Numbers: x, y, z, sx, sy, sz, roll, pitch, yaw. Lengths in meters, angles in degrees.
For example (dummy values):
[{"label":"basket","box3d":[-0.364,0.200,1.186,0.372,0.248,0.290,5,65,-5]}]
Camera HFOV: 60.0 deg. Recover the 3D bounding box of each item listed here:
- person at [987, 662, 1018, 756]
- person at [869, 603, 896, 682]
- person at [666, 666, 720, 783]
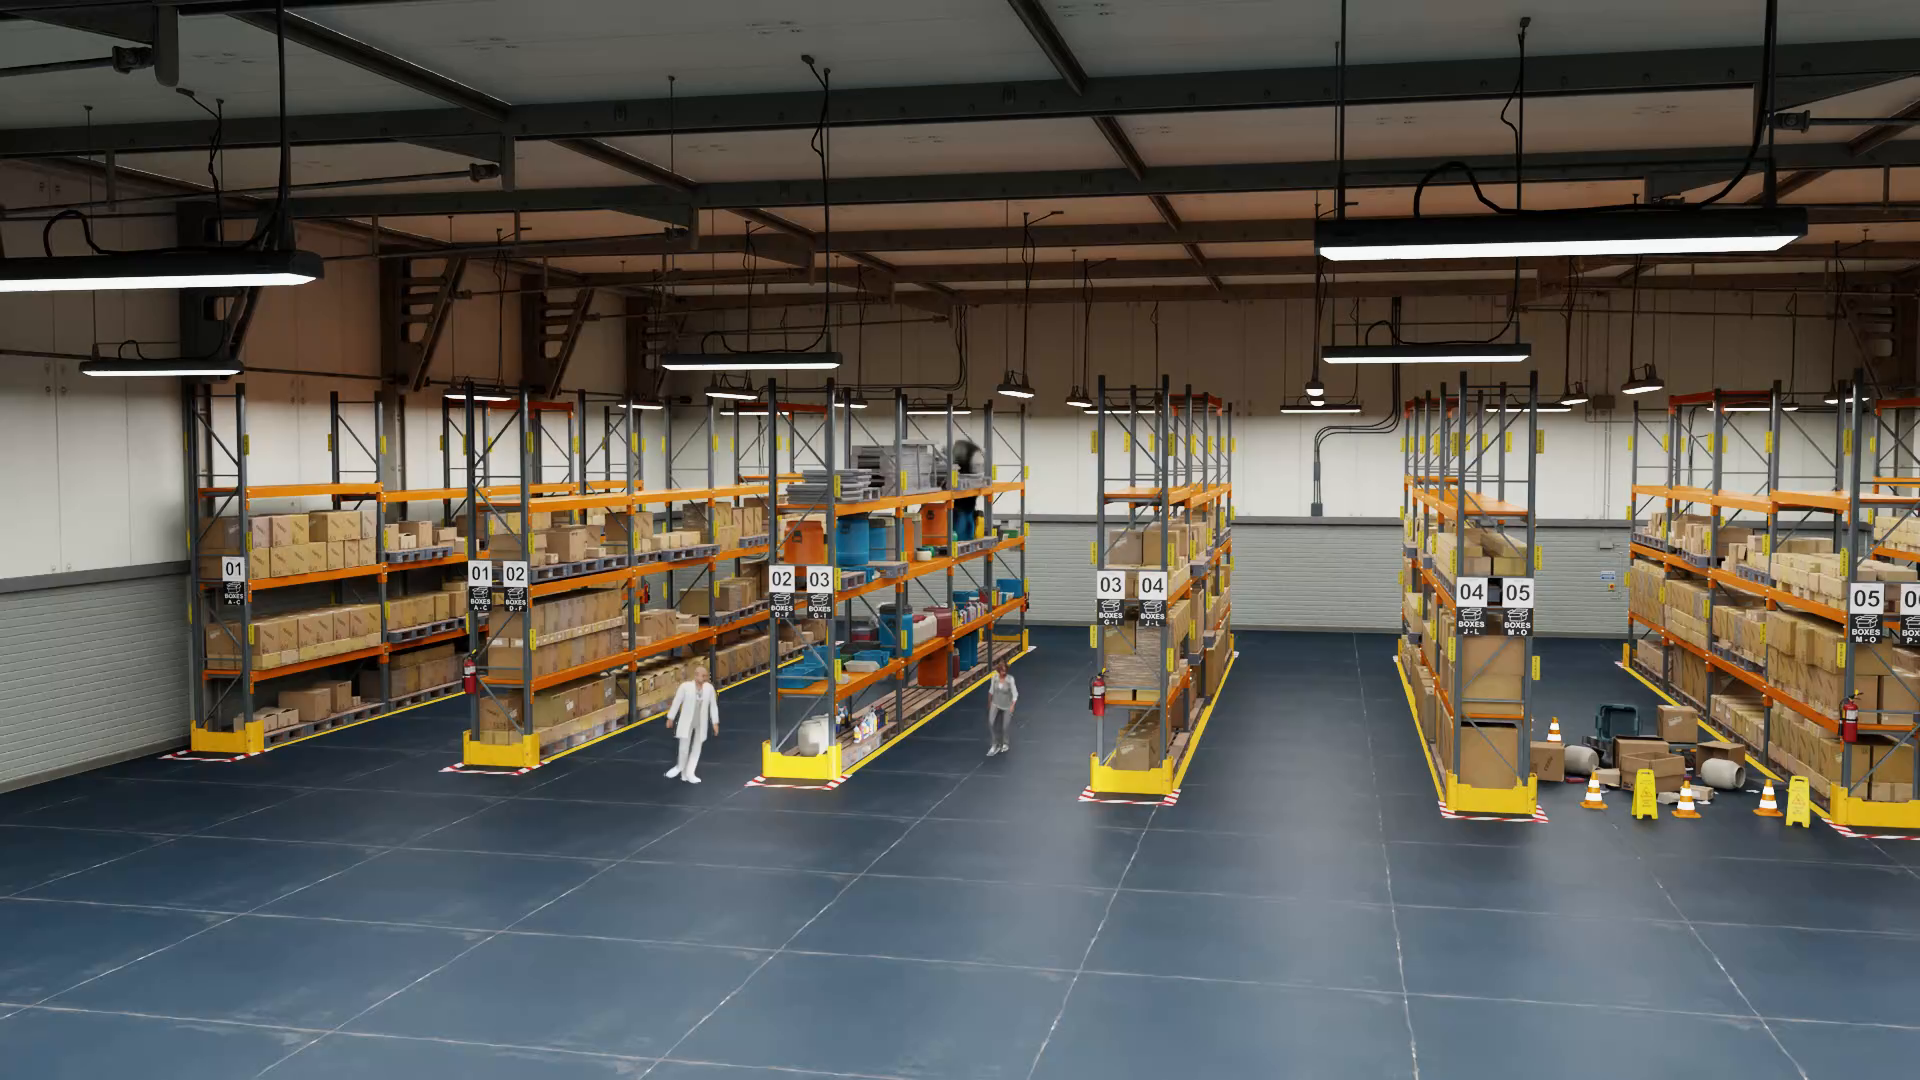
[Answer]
[{"label":"person","box3d":[0.700,2.701,26.847,0.524,1.535,0.740,1,3,10]},{"label":"person","box3d":[-1.591,2.150,35.126,0.656,1.698,0.860,0,3,-3]},{"label":"person","box3d":[-3.967,2.729,24.638,0.743,1.754,0.565,-2,4,-25]}]
